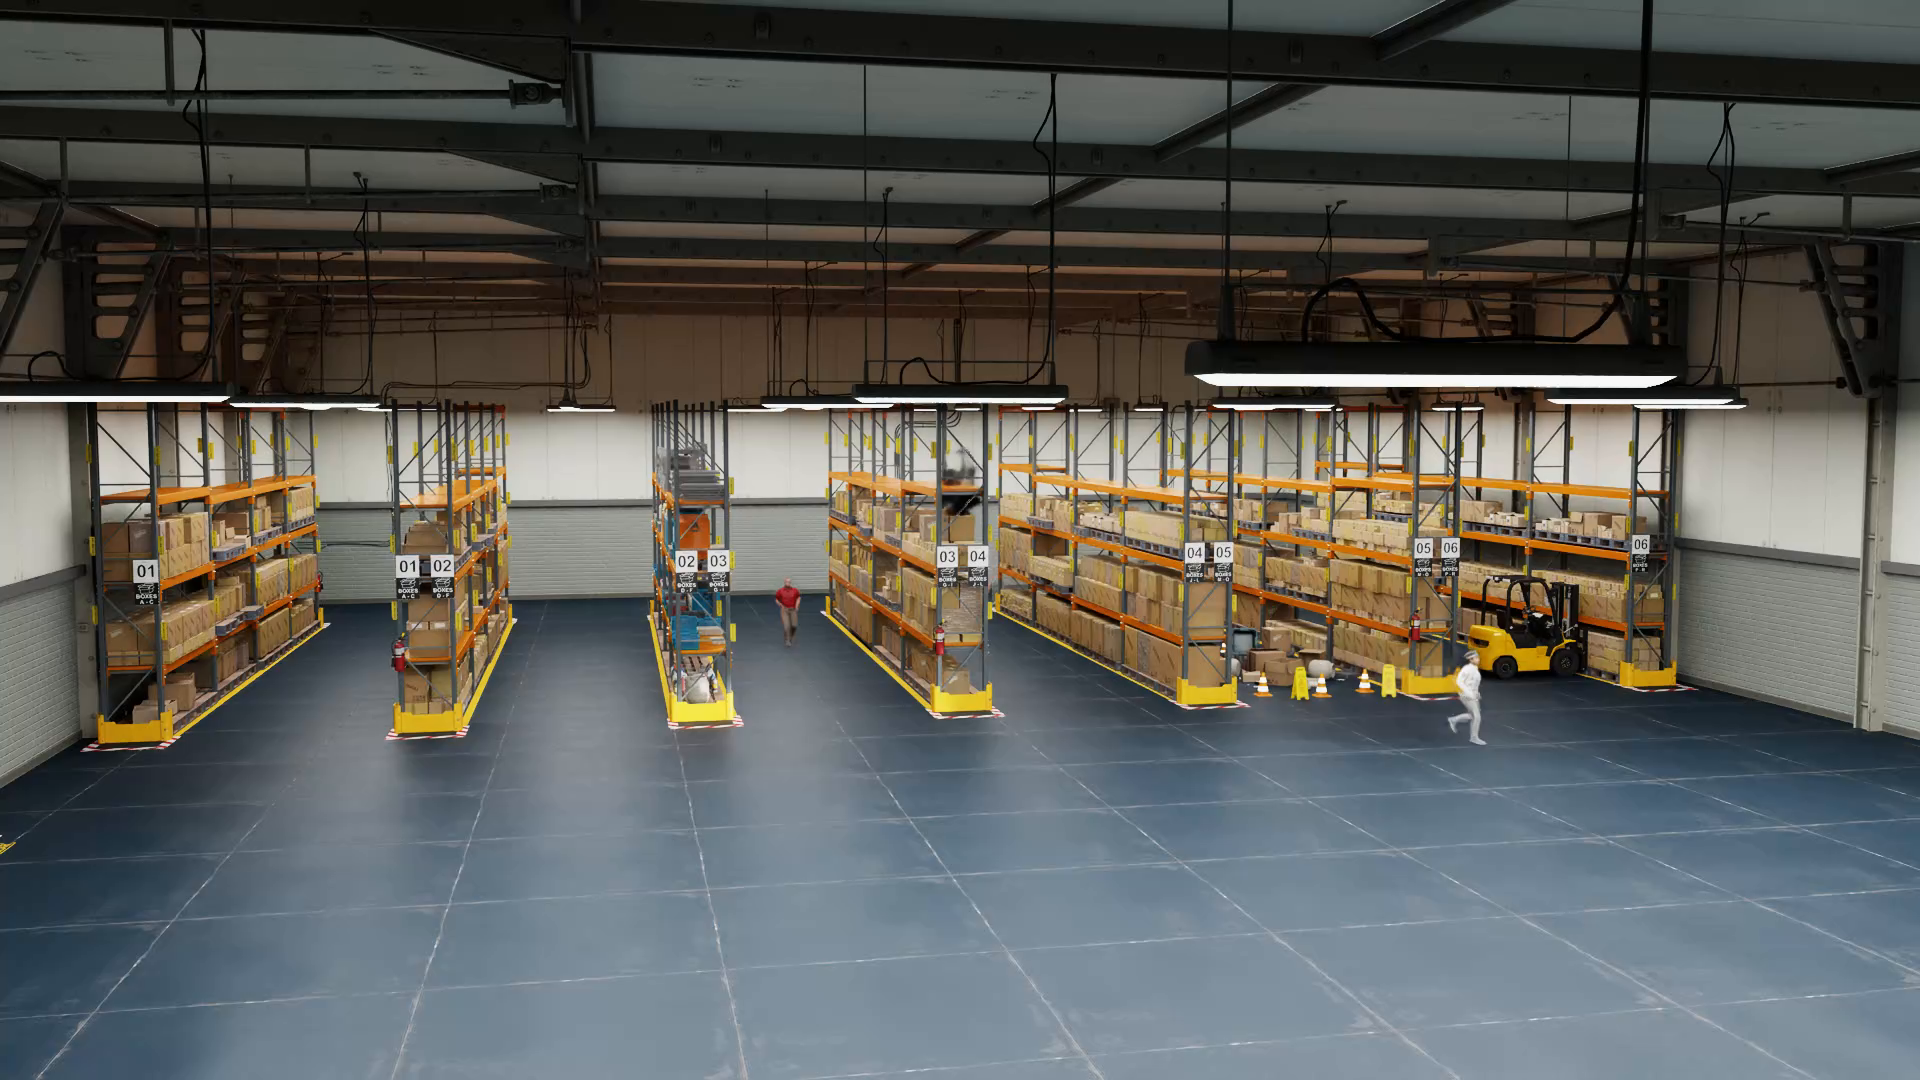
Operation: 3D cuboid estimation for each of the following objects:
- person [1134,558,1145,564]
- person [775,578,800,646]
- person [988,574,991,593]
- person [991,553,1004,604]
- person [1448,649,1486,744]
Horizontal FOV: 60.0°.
[{"bbox_3d":[5.531,1.032,50.925,0.655,1.438,0.504,-1,4,-9],"label":"person"},{"bbox_3d":[-4.230,1.780,41.078,0.638,1.681,0.586,-1,4,-13],"label":"person"},{"bbox_3d":[0.517,1.467,45.116,0.686,1.855,0.753,0,4,-5],"label":"person"},{"bbox_3d":[1.246,1.181,49.983,0.721,1.606,0.633,0,4,0],"label":"person"},{"bbox_3d":[8.916,2.727,28.935,0.449,1.668,0.642,3,5,38],"label":"person"}]
